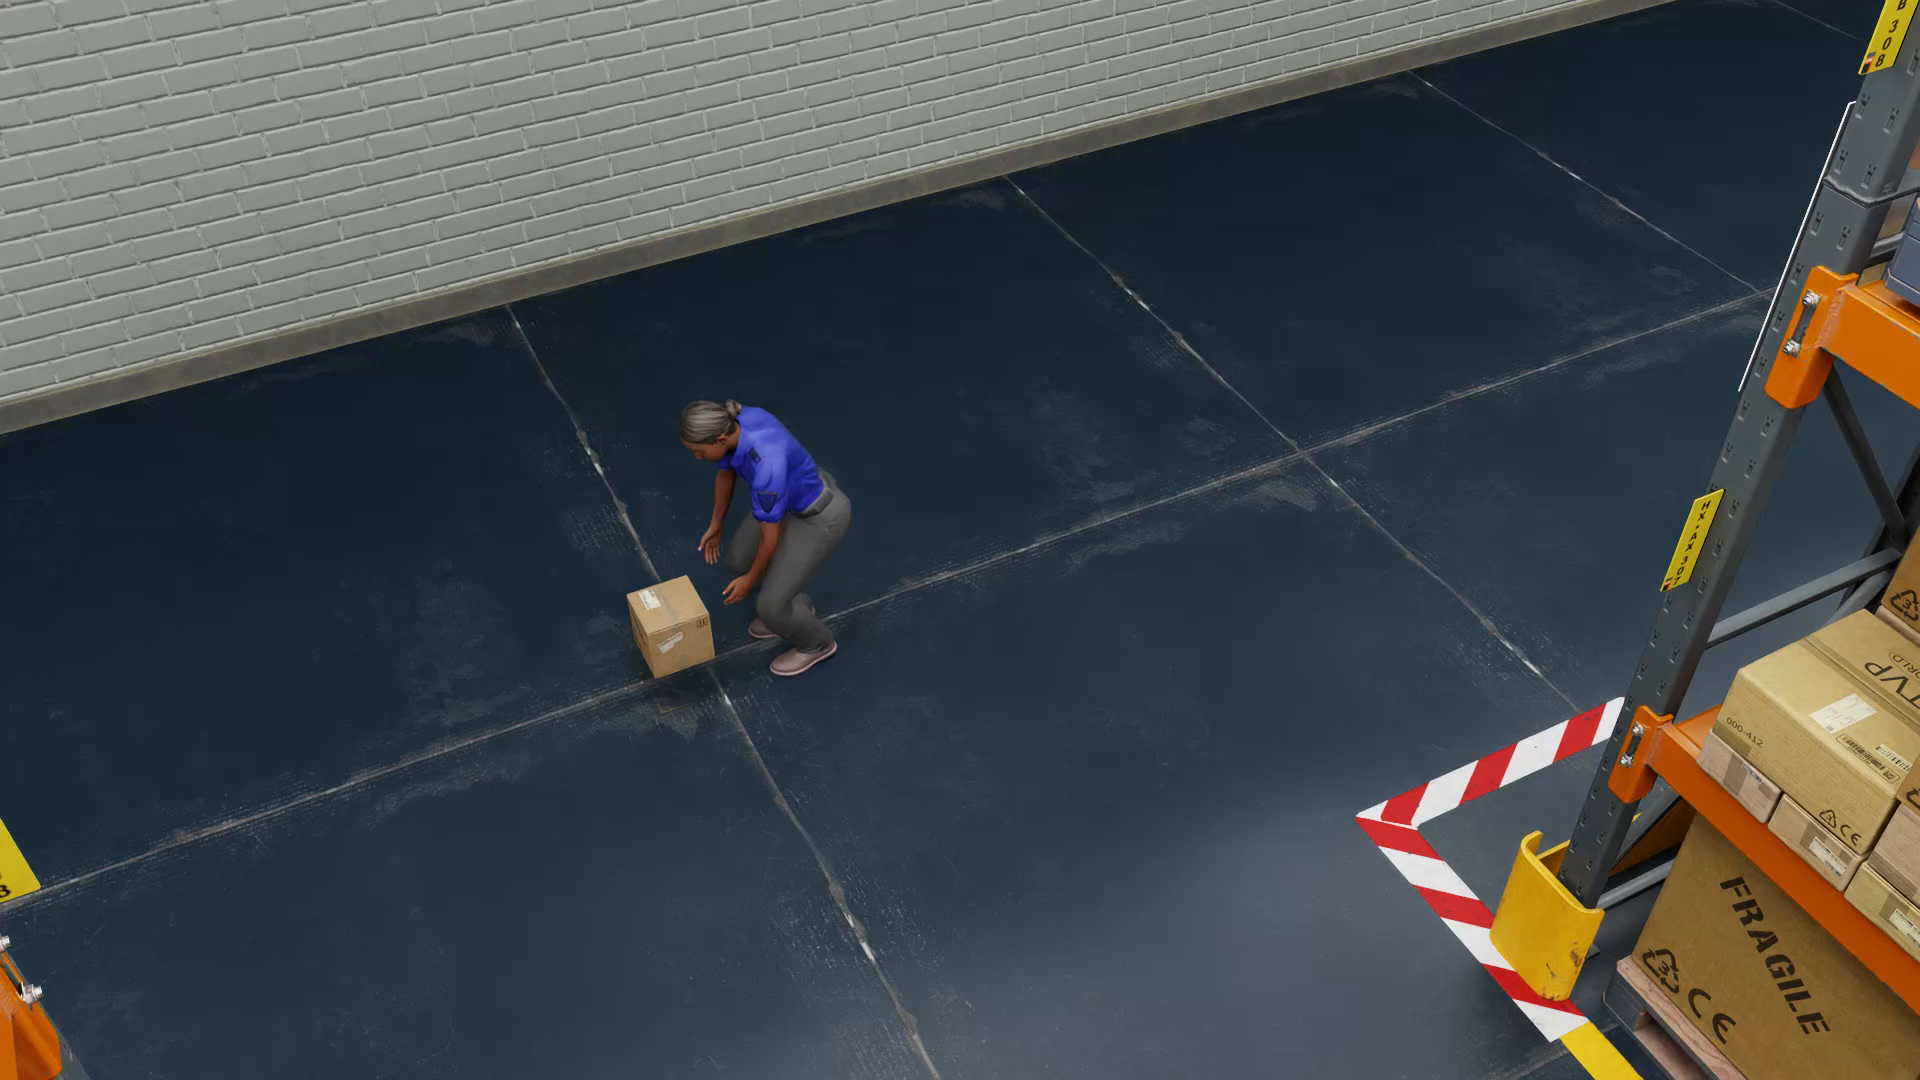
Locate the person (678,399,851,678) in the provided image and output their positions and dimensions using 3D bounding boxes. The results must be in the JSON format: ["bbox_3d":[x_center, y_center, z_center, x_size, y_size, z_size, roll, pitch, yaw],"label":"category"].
[{"bbox_3d":[-0.722,-0.040,6.438,0.635,1.364,0.496,-19,45,-20],"label":"person"}]
